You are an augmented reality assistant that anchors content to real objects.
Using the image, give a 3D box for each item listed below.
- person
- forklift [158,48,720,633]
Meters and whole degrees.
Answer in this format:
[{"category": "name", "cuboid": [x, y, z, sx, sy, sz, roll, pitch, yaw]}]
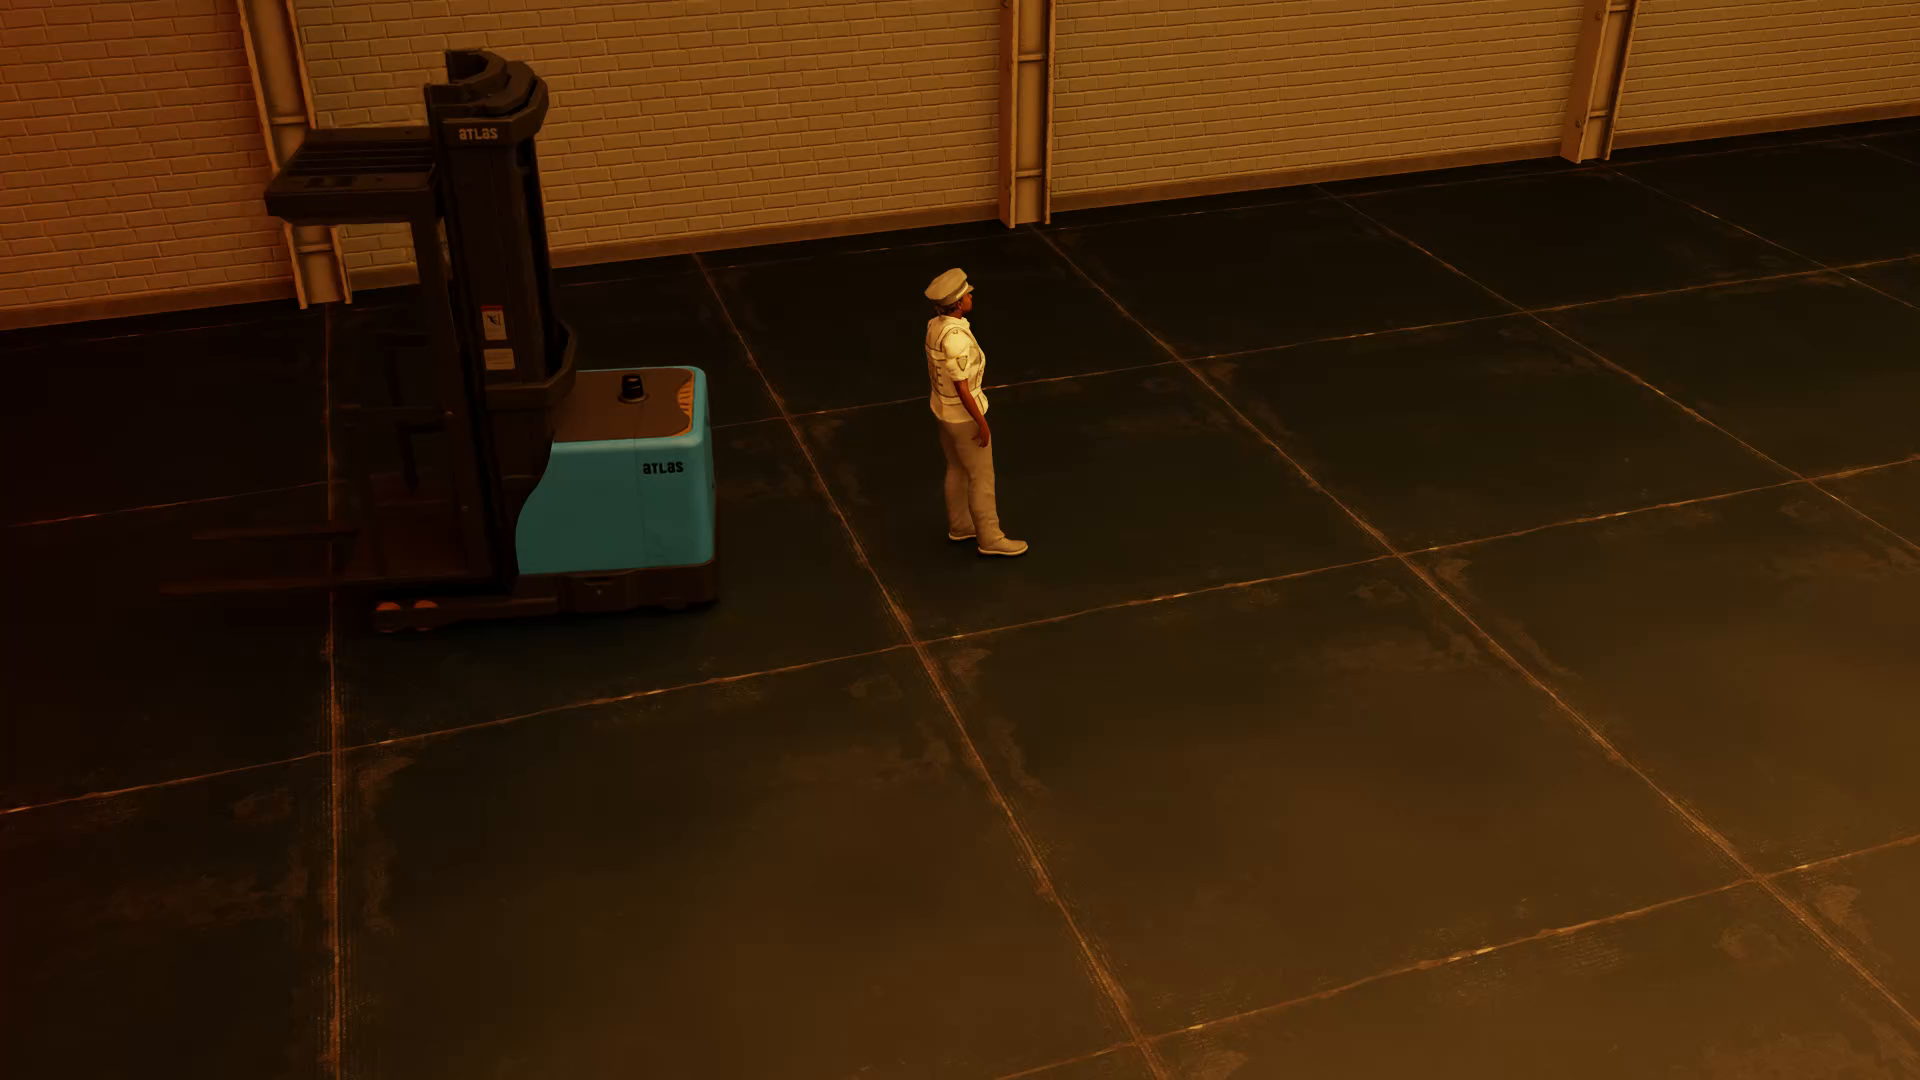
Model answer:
[{"category": "person", "cuboid": [0.077, -0.744, 9.604, 0.528, 1.697, 0.570, -10, 31, -16]}, {"category": "forklift", "cuboid": [-2.913, -1.038, 8.891, 3.031, 2.935, 1.130, -3, 30, -6]}]
